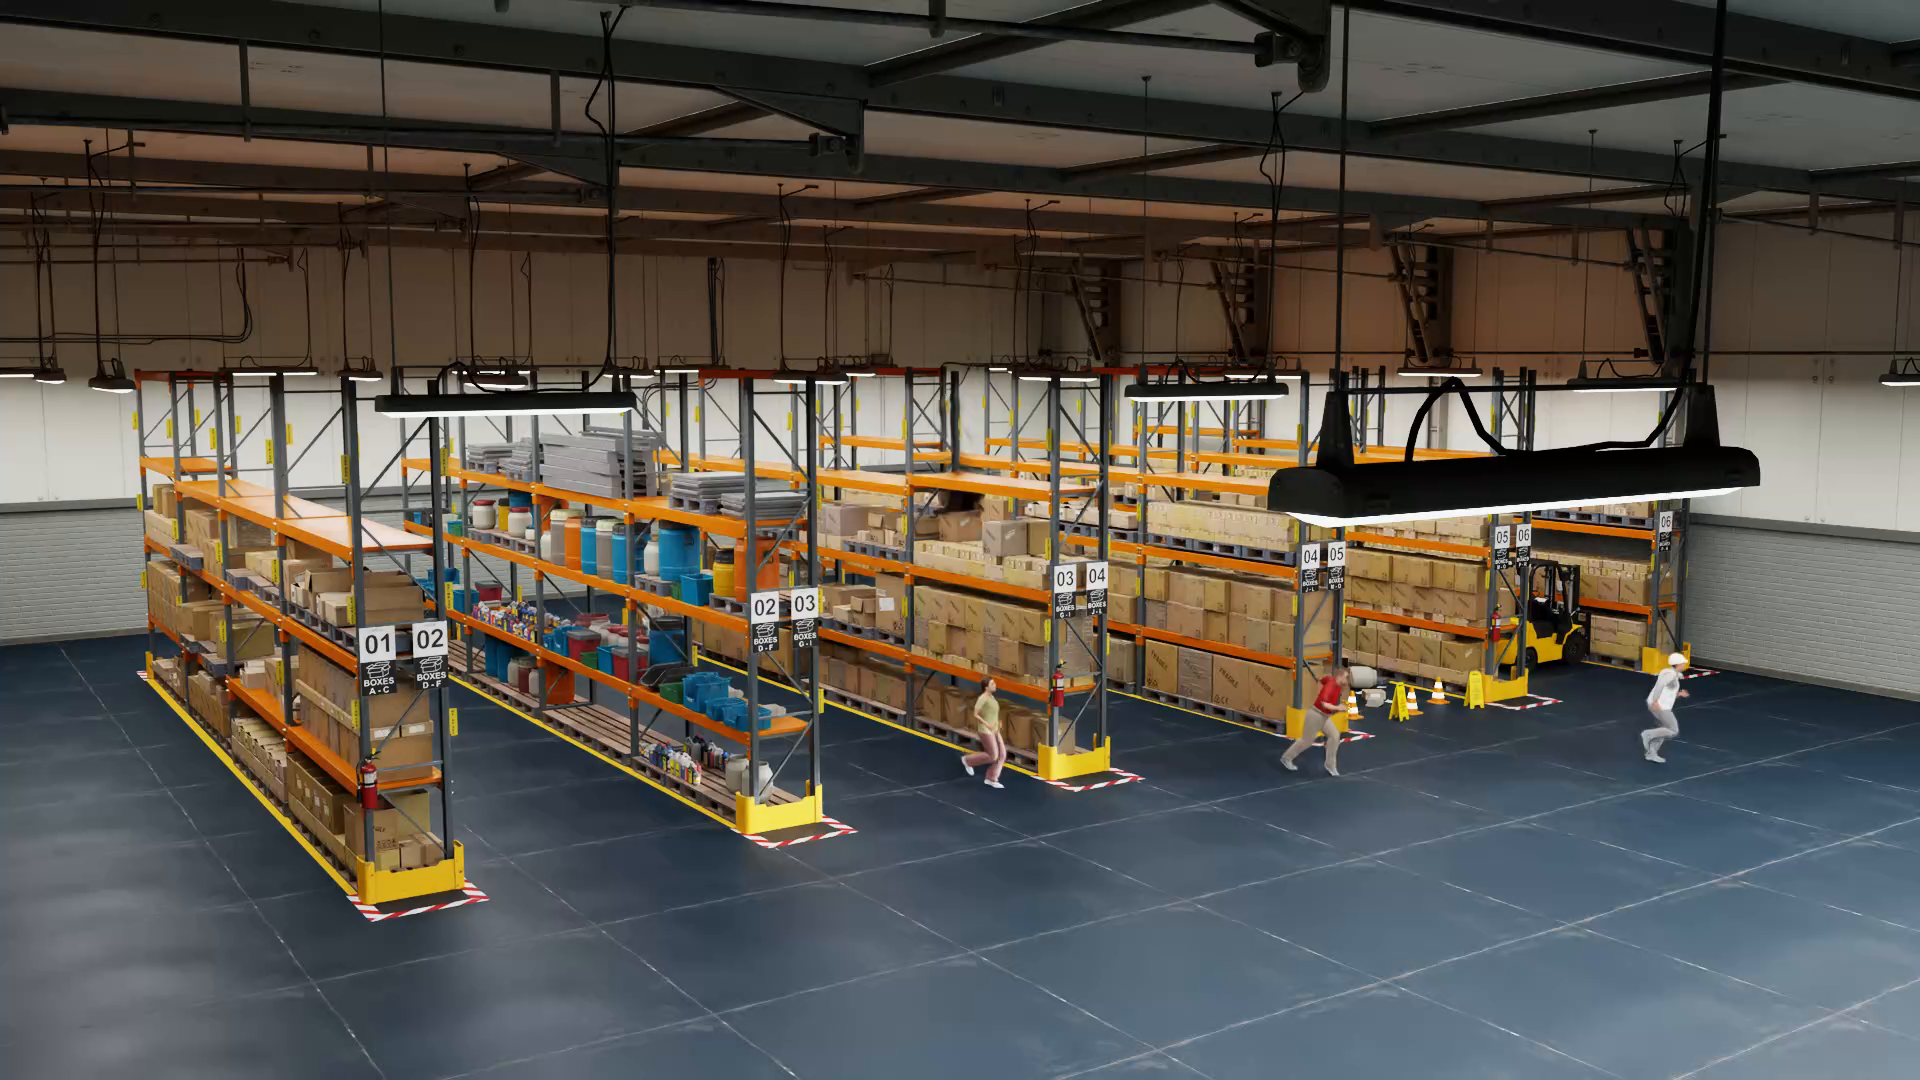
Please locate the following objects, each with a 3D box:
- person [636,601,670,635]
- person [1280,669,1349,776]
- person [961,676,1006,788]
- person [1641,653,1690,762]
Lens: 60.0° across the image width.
[{"bbox_3d":[-6.160,1.712,33.394,0.660,1.772,1.029,-4,8,-33],"label":"person"},{"bbox_3d":[5.337,2.741,24.998,1.016,1.696,0.707,2,7,20],"label":"person"},{"bbox_3d":[0.352,2.801,24.337,0.644,1.646,0.591,3,7,22],"label":"person"},{"bbox_3d":[10.959,2.596,25.760,0.664,1.703,0.647,1,7,9],"label":"person"}]
